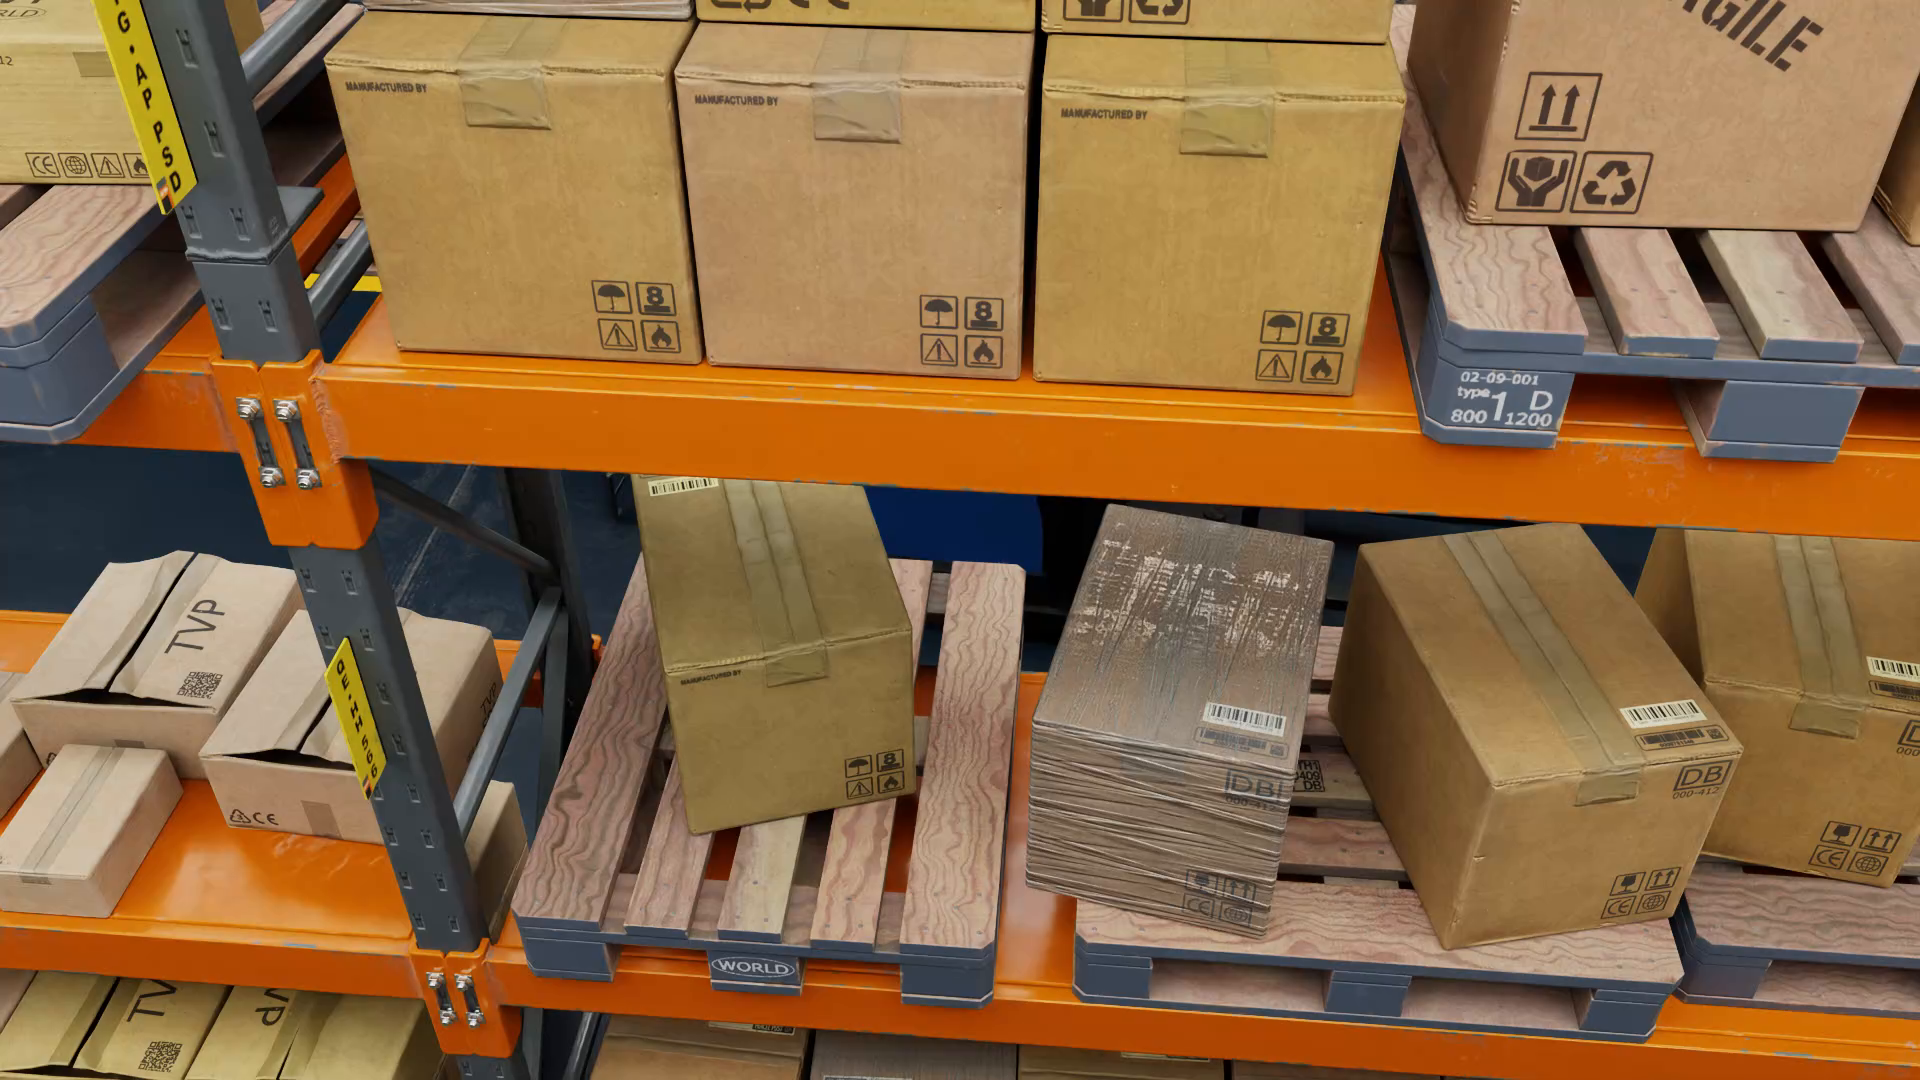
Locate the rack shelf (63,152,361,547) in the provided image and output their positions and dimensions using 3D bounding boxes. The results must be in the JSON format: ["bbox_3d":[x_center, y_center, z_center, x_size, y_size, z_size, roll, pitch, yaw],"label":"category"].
[{"bbox_3d":[-3.054,-0.562,3.258,4.000,0.370,1.077,3,39,4],"label":"rack shelf"}]

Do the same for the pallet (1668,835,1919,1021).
[{"bbox_3d":[2.137,0.612,3.775,1.213,0.211,1.003,3,39,4],"label":"pallet"}]

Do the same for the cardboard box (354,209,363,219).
[{"bbox_3d":[-2.864,-2.024,8.492,0.500,0.500,0.700,4,39,4],"label":"cardboard box"}]

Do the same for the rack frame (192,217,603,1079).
[{"bbox_3d":[-1.061,0.431,3.844,0.127,3.000,1.000,3,39,4],"label":"rack frame"}]

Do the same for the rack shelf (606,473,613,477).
[{"bbox_3d":[-1.027,-0.480,6.668,0.720,0.370,0.431,7,40,8],"label":"rack shelf"}]

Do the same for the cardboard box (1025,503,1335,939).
[{"bbox_3d":[0.470,0.363,3.516,0.500,0.500,0.700,10,40,12],"label":"cardboard box"}]

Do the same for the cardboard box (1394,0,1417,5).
[{"bbox_3d":[1.857,-2.549,7.175,0.500,0.500,0.500,3,39,4],"label":"cardboard box"}]

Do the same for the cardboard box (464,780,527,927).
[{"bbox_3d":[-1.558,0.904,4.664,0.500,0.311,0.500,4,39,5],"label":"cardboard box"}]

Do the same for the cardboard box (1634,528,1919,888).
[{"bbox_3d":[1.780,0.284,3.614,0.500,0.500,0.700,9,40,11],"label":"cardboard box"}]

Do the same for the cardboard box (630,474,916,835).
[{"bbox_3d":[-0.424,0.193,3.725,0.500,0.500,0.700,-9,40,-11],"label":"cardboard box"}]

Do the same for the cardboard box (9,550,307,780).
[{"bbox_3d":[-1.936,0.295,4.081,0.500,0.311,0.500,3,39,3],"label":"cardboard box"}]

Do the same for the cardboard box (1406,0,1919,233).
[{"bbox_3d":[1.099,-0.899,2.611,0.600,0.600,0.600,2,39,2],"label":"cardboard box"}]

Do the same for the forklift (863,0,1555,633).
[{"bbox_3d":[0.843,-1.033,5.698,3.031,2.935,1.130,7,40,8],"label":"forklift"}]

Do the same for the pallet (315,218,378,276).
[{"bbox_3d":[-2.628,-1.714,8.689,1.213,0.211,1.003,3,39,4],"label":"pallet"}]

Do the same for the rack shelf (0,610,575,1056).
[{"bbox_3d":[-3.054,0.601,4.205,4.000,0.370,1.077,3,39,4],"label":"rack shelf"}]

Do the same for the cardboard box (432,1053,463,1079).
[{"bbox_3d":[-1.607,1.460,4.426,0.500,0.250,0.500,4,39,5],"label":"cardboard box"}]

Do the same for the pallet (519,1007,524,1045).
[{"bbox_3d":[-1.878,1.444,4.809,1.213,0.211,1.003,3,39,4],"label":"pallet"}]

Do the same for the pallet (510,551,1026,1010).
[{"bbox_3d":[-0.380,0.499,3.913,1.003,0.211,1.213,3,39,4],"label":"pallet"}]

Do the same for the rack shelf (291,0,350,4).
[{"bbox_3d":[-2.630,-2.514,8.033,4.000,0.370,1.077,3,39,4],"label":"rack shelf"}]

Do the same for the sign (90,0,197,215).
[{"bbox_3d":[-1.118,-0.615,2.280,0.005,0.325,0.100,3,39,4],"label":"sign"}]

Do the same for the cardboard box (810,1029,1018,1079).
[{"bbox_3d":[-0.111,1.460,4.212,0.500,0.500,0.500,2,39,2],"label":"cardboard box"}]

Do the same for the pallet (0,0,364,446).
[{"bbox_3d":[-1.745,-0.639,2.933,1.003,0.211,1.213,5,39,6],"label":"pallet"}]

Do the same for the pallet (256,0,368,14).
[{"bbox_3d":[-2.614,-2.692,7.833,1.213,0.211,1.003,3,39,4],"label":"pallet"}]

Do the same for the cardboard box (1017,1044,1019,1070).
[{"bbox_3d":[0.406,1.162,4.578,0.500,0.500,0.500,2,39,2],"label":"cardboard box"}]

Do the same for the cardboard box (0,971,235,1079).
[{"bbox_3d":[-2.123,1.220,4.277,0.500,0.311,0.500,3,39,3],"label":"cardboard box"}]

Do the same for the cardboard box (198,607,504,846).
[{"bbox_3d":[-1.420,0.419,3.930,0.500,0.311,0.500,5,39,7],"label":"cardboard box"}]

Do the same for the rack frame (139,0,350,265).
[{"bbox_3d":[-1.061,-1.895,1.950,0.127,3.000,1.000,3,39,4],"label":"rack frame"}]

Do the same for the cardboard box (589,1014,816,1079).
[{"bbox_3d":[-0.633,1.435,4.243,0.500,0.500,0.500,5,39,6],"label":"cardboard box"}]

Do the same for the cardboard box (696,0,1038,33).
[{"bbox_3d":[-0.119,-1.103,2.482,0.500,0.500,0.500,3,39,4],"label":"cardboard box"}]

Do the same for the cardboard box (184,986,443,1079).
[{"bbox_3d":[-1.605,1.244,4.247,0.500,0.311,0.500,4,39,5],"label":"cardboard box"}]

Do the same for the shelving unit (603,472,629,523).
[{"bbox_3d":[-1.027,-0.733,6.462,0.755,1.500,0.431,7,40,8],"label":"shelving unit"}]

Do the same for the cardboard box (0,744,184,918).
[{"bbox_3d":[-1.981,0.654,3.770,0.250,0.149,0.380,3,39,4],"label":"cardboard box"}]

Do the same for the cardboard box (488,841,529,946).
[{"bbox_3d":[-1.558,1.122,4.841,0.500,0.250,0.500,3,39,4],"label":"cardboard box"}]

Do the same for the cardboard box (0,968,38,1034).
[{"bbox_3d":[-2.626,1.190,4.313,0.500,0.311,0.500,3,39,4],"label":"cardboard box"}]

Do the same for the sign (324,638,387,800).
[{"bbox_3d":[-1.106,0.332,3.049,0.005,0.325,0.100,3,39,4],"label":"sign"}]

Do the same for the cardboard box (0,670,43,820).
[{"bbox_3d":[-2.337,0.495,3.965,0.250,0.149,0.380,6,40,7],"label":"cardboard box"}]

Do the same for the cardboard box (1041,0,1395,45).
[{"bbox_3d":[0.389,-1.075,2.447,0.500,0.500,0.500,3,39,4],"label":"cardboard box"}]

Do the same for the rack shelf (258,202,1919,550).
[{"bbox_3d":[0.931,-0.344,2.990,4.000,0.370,1.077,3,39,4],"label":"rack shelf"}]

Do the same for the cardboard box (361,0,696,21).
[{"bbox_3d":[-0.627,-1.131,2.516,0.500,0.500,0.500,3,39,4],"label":"cardboard box"}]

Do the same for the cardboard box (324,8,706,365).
[{"bbox_3d":[-0.624,-0.768,2.862,0.500,0.500,0.910,3,39,4],"label":"cardboard box"}]

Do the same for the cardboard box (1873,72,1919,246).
[{"bbox_3d":[1.760,-0.850,2.551,0.600,0.600,0.600,3,39,3],"label":"cardboard box"}]

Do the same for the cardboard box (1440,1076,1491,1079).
[{"bbox_3d":[1.416,1.542,4.111,0.500,0.500,0.500,4,39,4],"label":"cardboard box"}]

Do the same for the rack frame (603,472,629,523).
[{"bbox_3d":[-1.386,-0.777,6.516,0.023,1.500,0.400,7,40,8],"label":"rack frame"}]

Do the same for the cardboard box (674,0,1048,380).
[{"bbox_3d":[-0.116,-0.740,2.828,0.500,0.500,0.910,3,39,4],"label":"cardboard box"}]

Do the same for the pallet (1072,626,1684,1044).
[{"bbox_3d":[0.876,0.609,3.778,1.213,0.211,1.003,3,39,4],"label":"pallet"}]

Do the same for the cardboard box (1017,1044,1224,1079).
[{"bbox_3d":[0.389,1.490,4.175,0.500,0.500,0.500,3,39,3],"label":"cardboard box"}]

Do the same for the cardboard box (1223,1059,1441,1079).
[{"bbox_3d":[0.909,1.515,4.144,0.500,0.500,0.500,2,39,2],"label":"cardboard box"}]

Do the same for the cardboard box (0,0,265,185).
[{"bbox_3d":[-1.518,-0.826,2.799,0.500,0.250,0.500,0,39,1],"label":"cardboard box"}]

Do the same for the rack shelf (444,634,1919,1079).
[{"bbox_3d":[0.931,0.819,3.937,4.000,0.370,1.077,3,39,4],"label":"rack shelf"}]

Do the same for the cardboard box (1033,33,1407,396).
[{"bbox_3d":[0.402,-0.712,2.793,0.500,0.500,0.910,3,39,4],"label":"cardboard box"}]

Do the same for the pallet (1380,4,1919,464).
[{"bbox_3d":[1.246,-0.575,2.853,1.003,0.211,1.213,3,39,4],"label":"pallet"}]

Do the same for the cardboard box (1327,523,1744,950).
[{"bbox_3d":[1.158,0.390,3.483,0.500,0.500,0.700,-6,40,-8],"label":"cardboard box"}]
